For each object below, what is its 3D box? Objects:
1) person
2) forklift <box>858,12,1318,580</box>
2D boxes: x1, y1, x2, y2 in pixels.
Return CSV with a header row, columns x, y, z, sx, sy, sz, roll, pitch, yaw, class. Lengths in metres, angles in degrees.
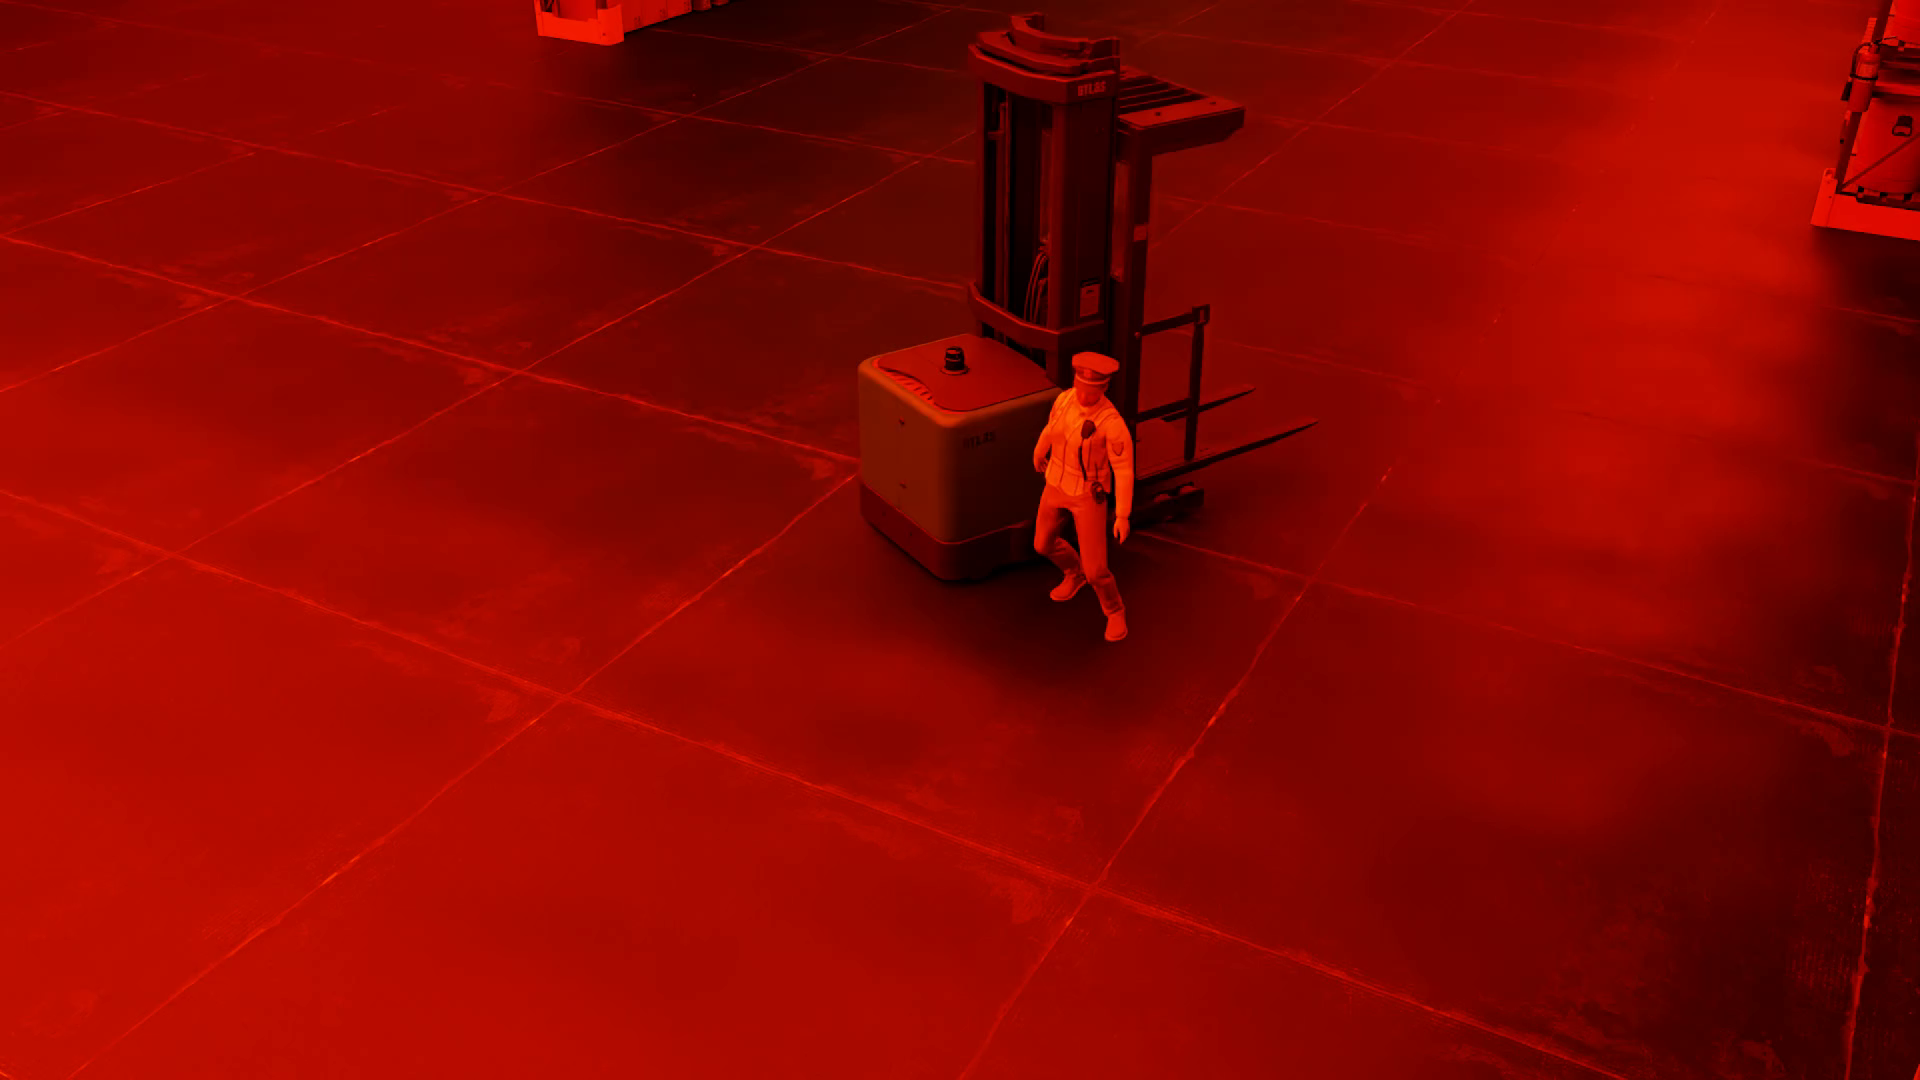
x,y,z,sx,sy,sz,roll,pitch,yaw,class
0.665,-0.302,8.952,0.434,1.600,0.799,-23,37,-34,person
0.905,-1.588,9.822,3.031,2.935,1.130,-18,35,-28,forklift
